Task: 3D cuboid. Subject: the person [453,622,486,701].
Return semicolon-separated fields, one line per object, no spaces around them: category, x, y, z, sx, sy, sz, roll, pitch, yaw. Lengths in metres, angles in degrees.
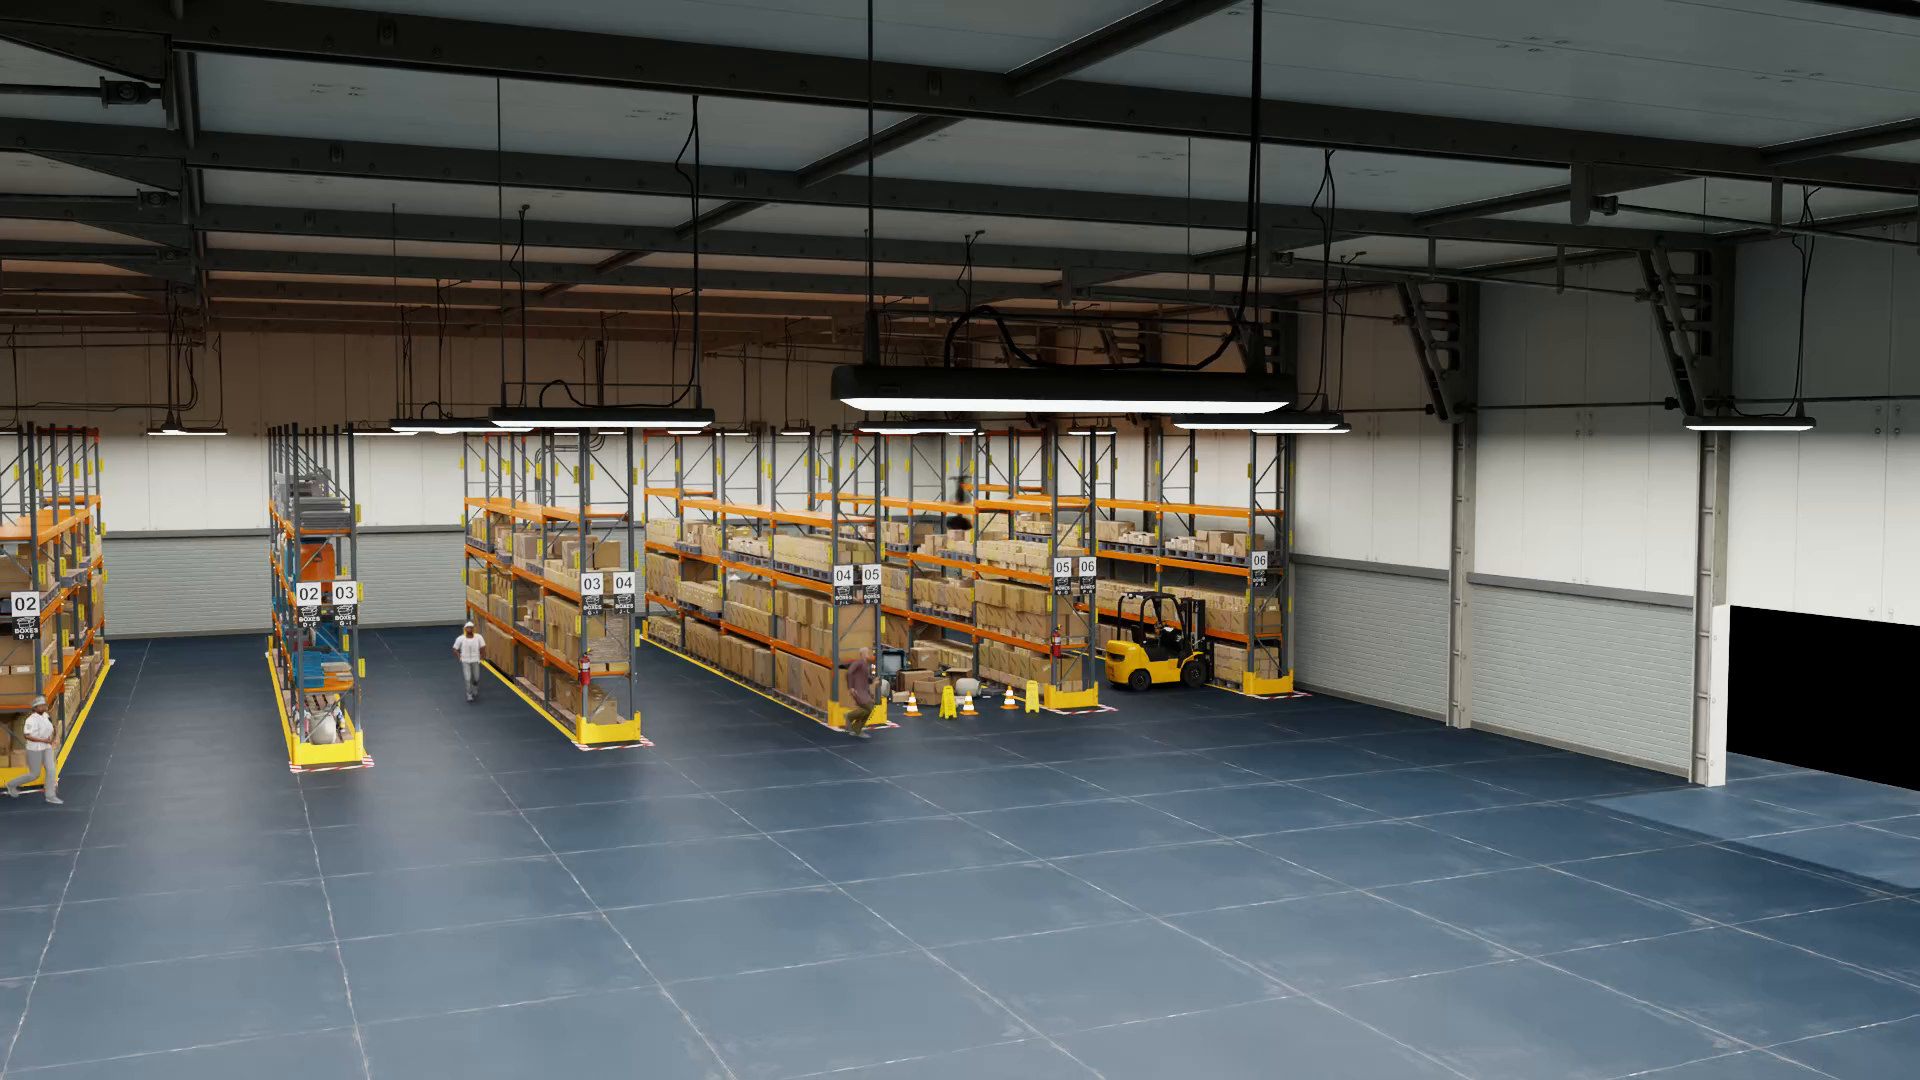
person;-10.714;2.642;36.349;0.697;1.717;0.609;-1;4;-21

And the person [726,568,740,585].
person;-7.014;1.725;51.054;0.676;1.793;0.765;3;5;41

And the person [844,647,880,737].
person;-1.869;2.917;31.856;0.674;1.729;0.702;1;4;16

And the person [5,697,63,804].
person;-14.499;3.295;26.105;0.859;1.705;0.587;1;4;9
